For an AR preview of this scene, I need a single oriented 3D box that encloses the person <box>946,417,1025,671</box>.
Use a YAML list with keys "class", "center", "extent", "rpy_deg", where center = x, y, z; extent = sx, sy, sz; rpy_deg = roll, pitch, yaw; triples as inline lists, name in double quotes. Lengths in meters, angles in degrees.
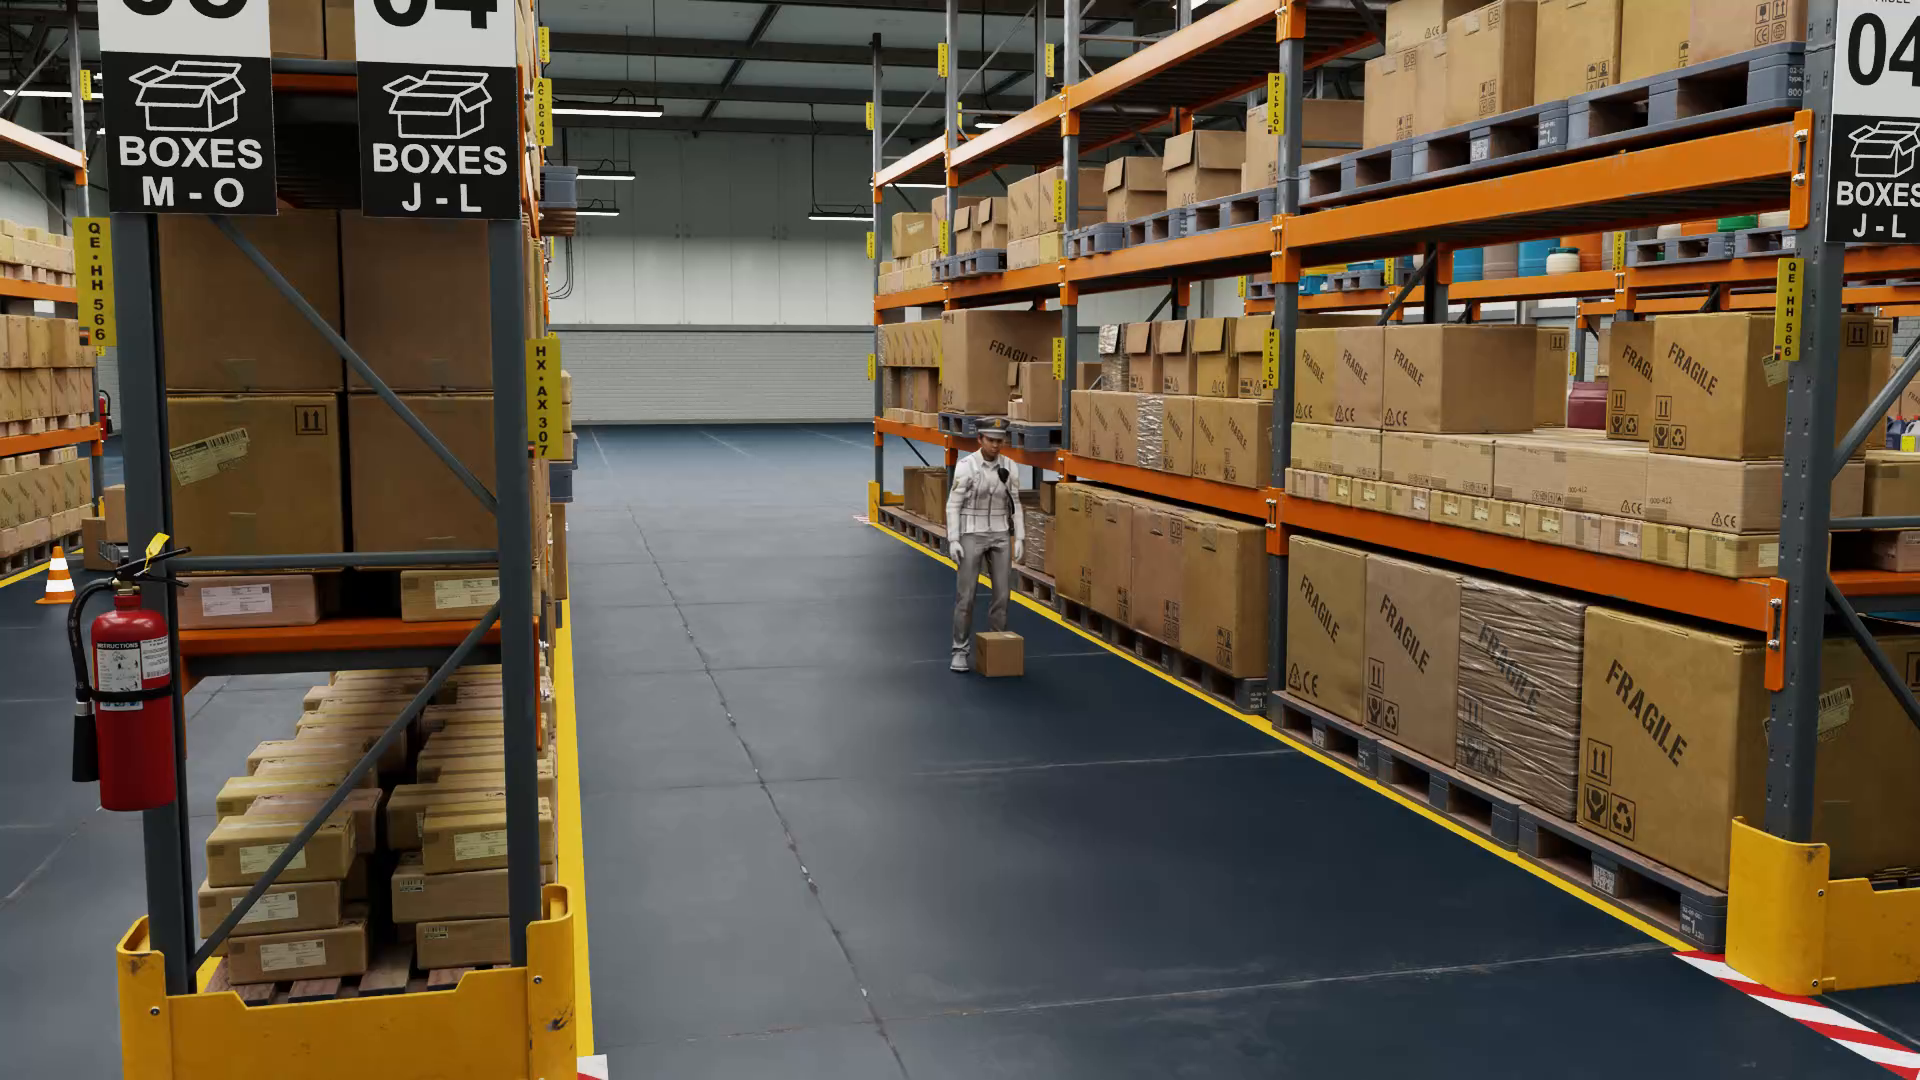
- class: "person"
  center: [0.174, 0.019, 10.994]
  extent: [0.539, 1.663, 0.377]
  rpy_deg: [-2, 6, -16]
